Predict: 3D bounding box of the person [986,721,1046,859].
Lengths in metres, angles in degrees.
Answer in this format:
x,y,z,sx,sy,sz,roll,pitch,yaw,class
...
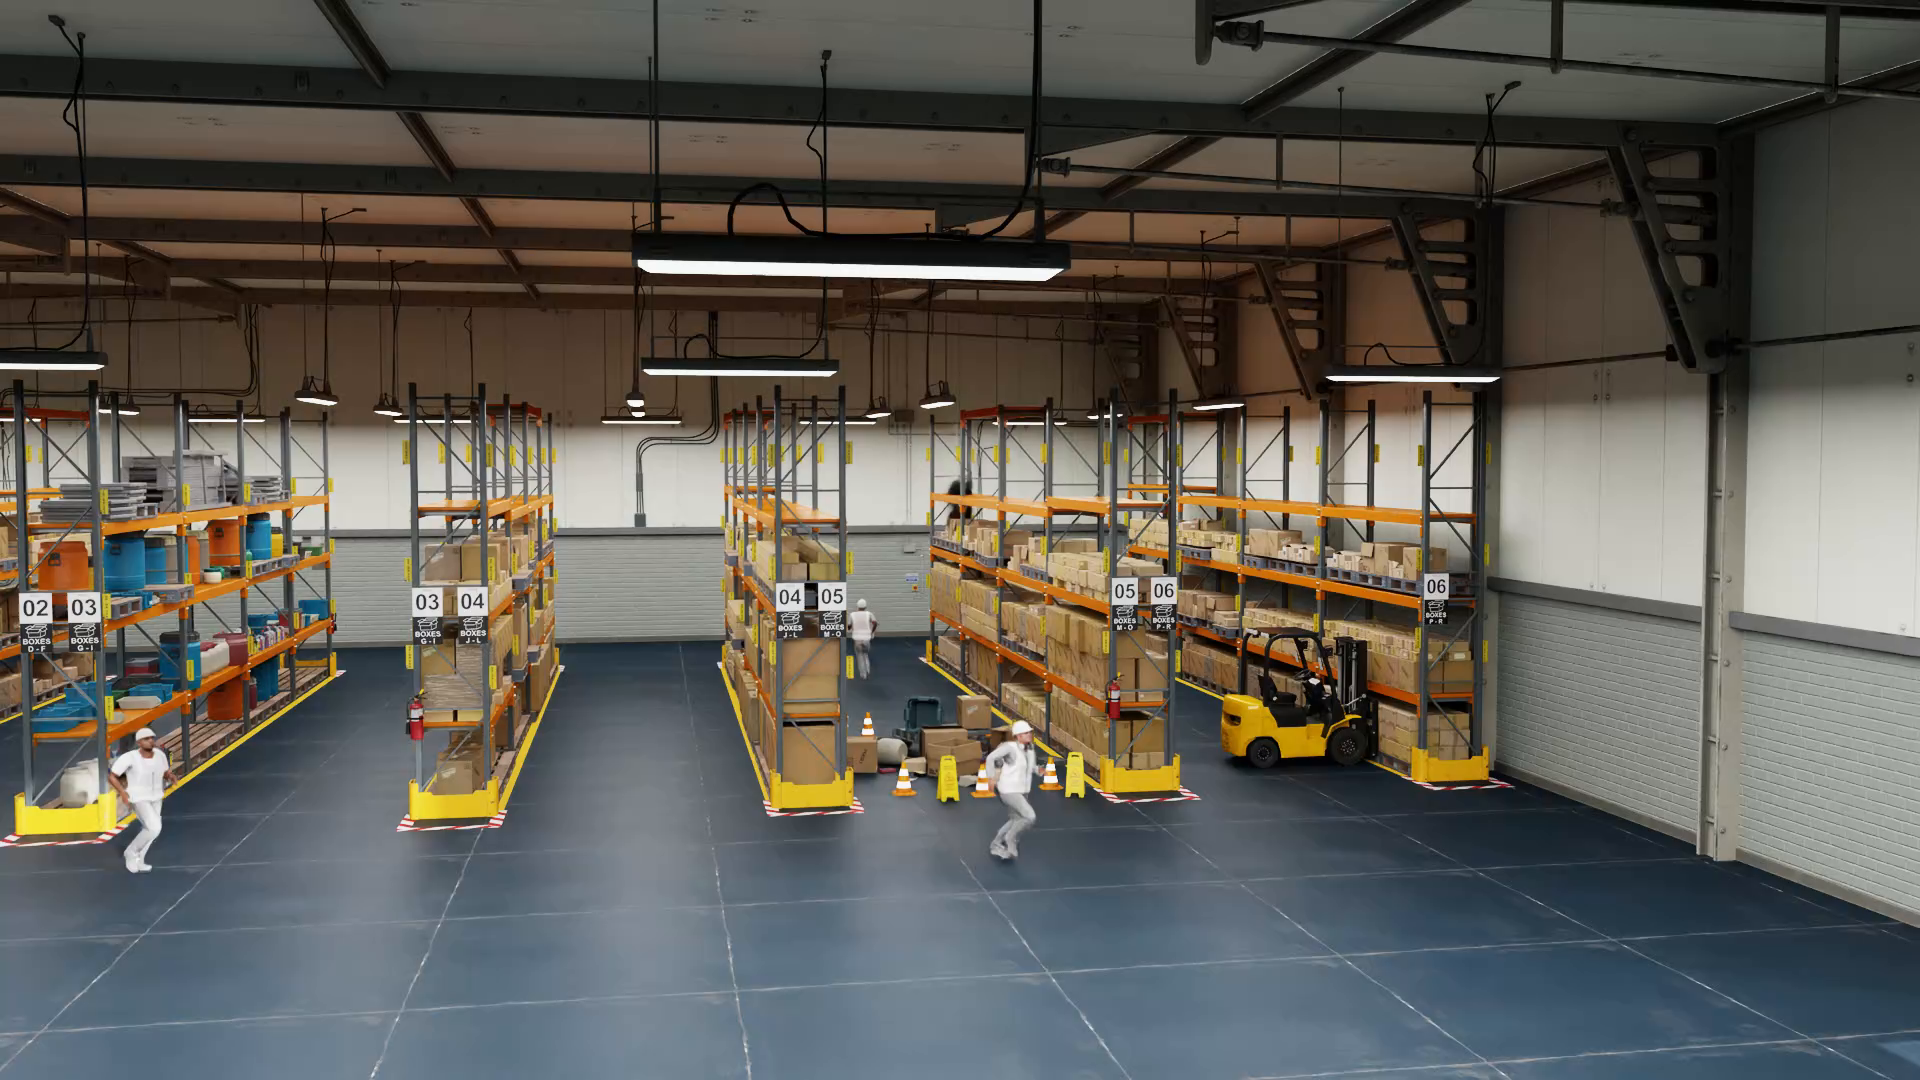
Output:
x,y,z,sx,sy,sz,roll,pitch,yaw,class
0.705,3.080,20.434,0.766,1.723,0.690,2,4,37,person

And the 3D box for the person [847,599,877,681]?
x,y,z,sx,sy,sz,roll,pitch,yaw,class
-2.164,2.206,36.427,0.647,1.820,0.722,-1,3,-11,person

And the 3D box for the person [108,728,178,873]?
x,y,z,sx,sy,sz,roll,pitch,yaw,class
-9.723,3.113,19.948,0.621,1.728,0.675,1,3,23,person
